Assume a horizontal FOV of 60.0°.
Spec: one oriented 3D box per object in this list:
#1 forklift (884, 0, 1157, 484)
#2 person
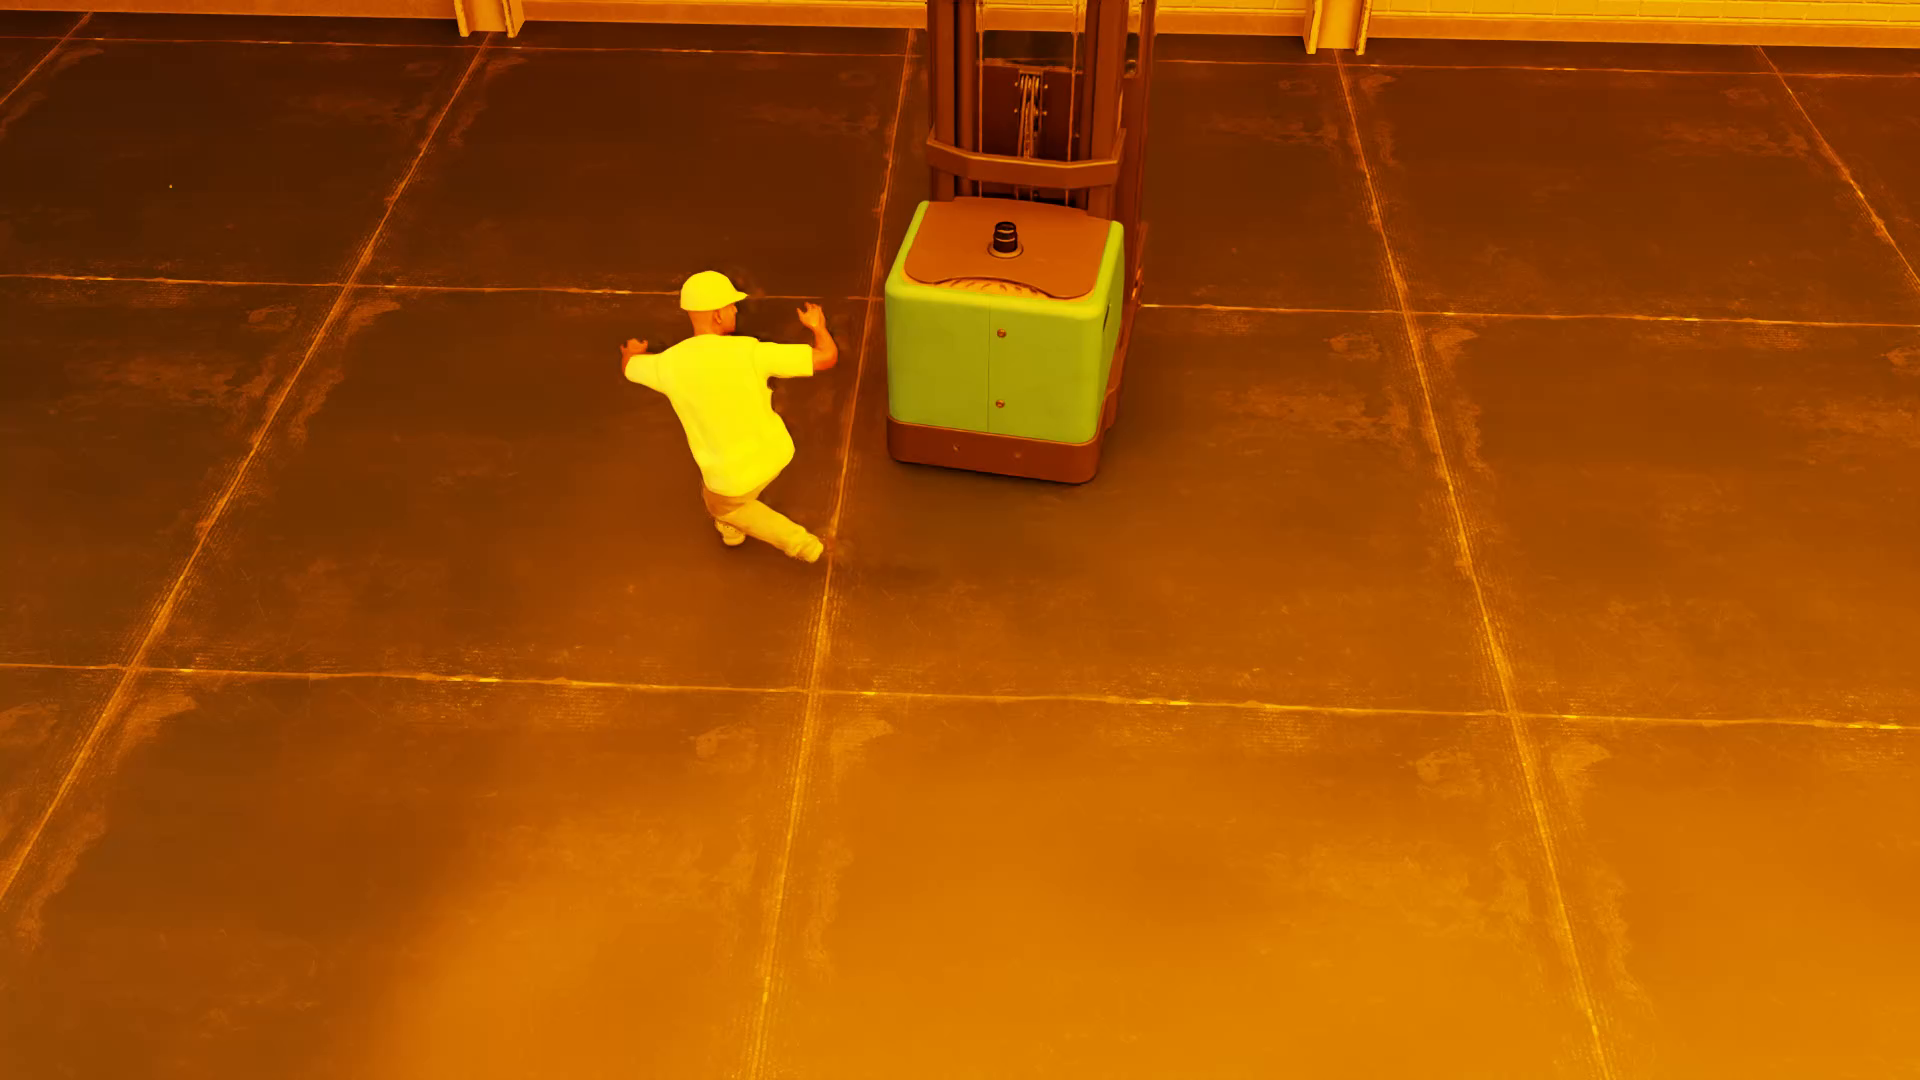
[{"bbox_3d":[0.432,-2.362,8.330,1.130,2.935,3.031,8,43,8],"label":"forklift"},{"bbox_3d":[-1.010,-0.608,7.489,0.880,1.498,1.139,-26,48,-26],"label":"person"}]
